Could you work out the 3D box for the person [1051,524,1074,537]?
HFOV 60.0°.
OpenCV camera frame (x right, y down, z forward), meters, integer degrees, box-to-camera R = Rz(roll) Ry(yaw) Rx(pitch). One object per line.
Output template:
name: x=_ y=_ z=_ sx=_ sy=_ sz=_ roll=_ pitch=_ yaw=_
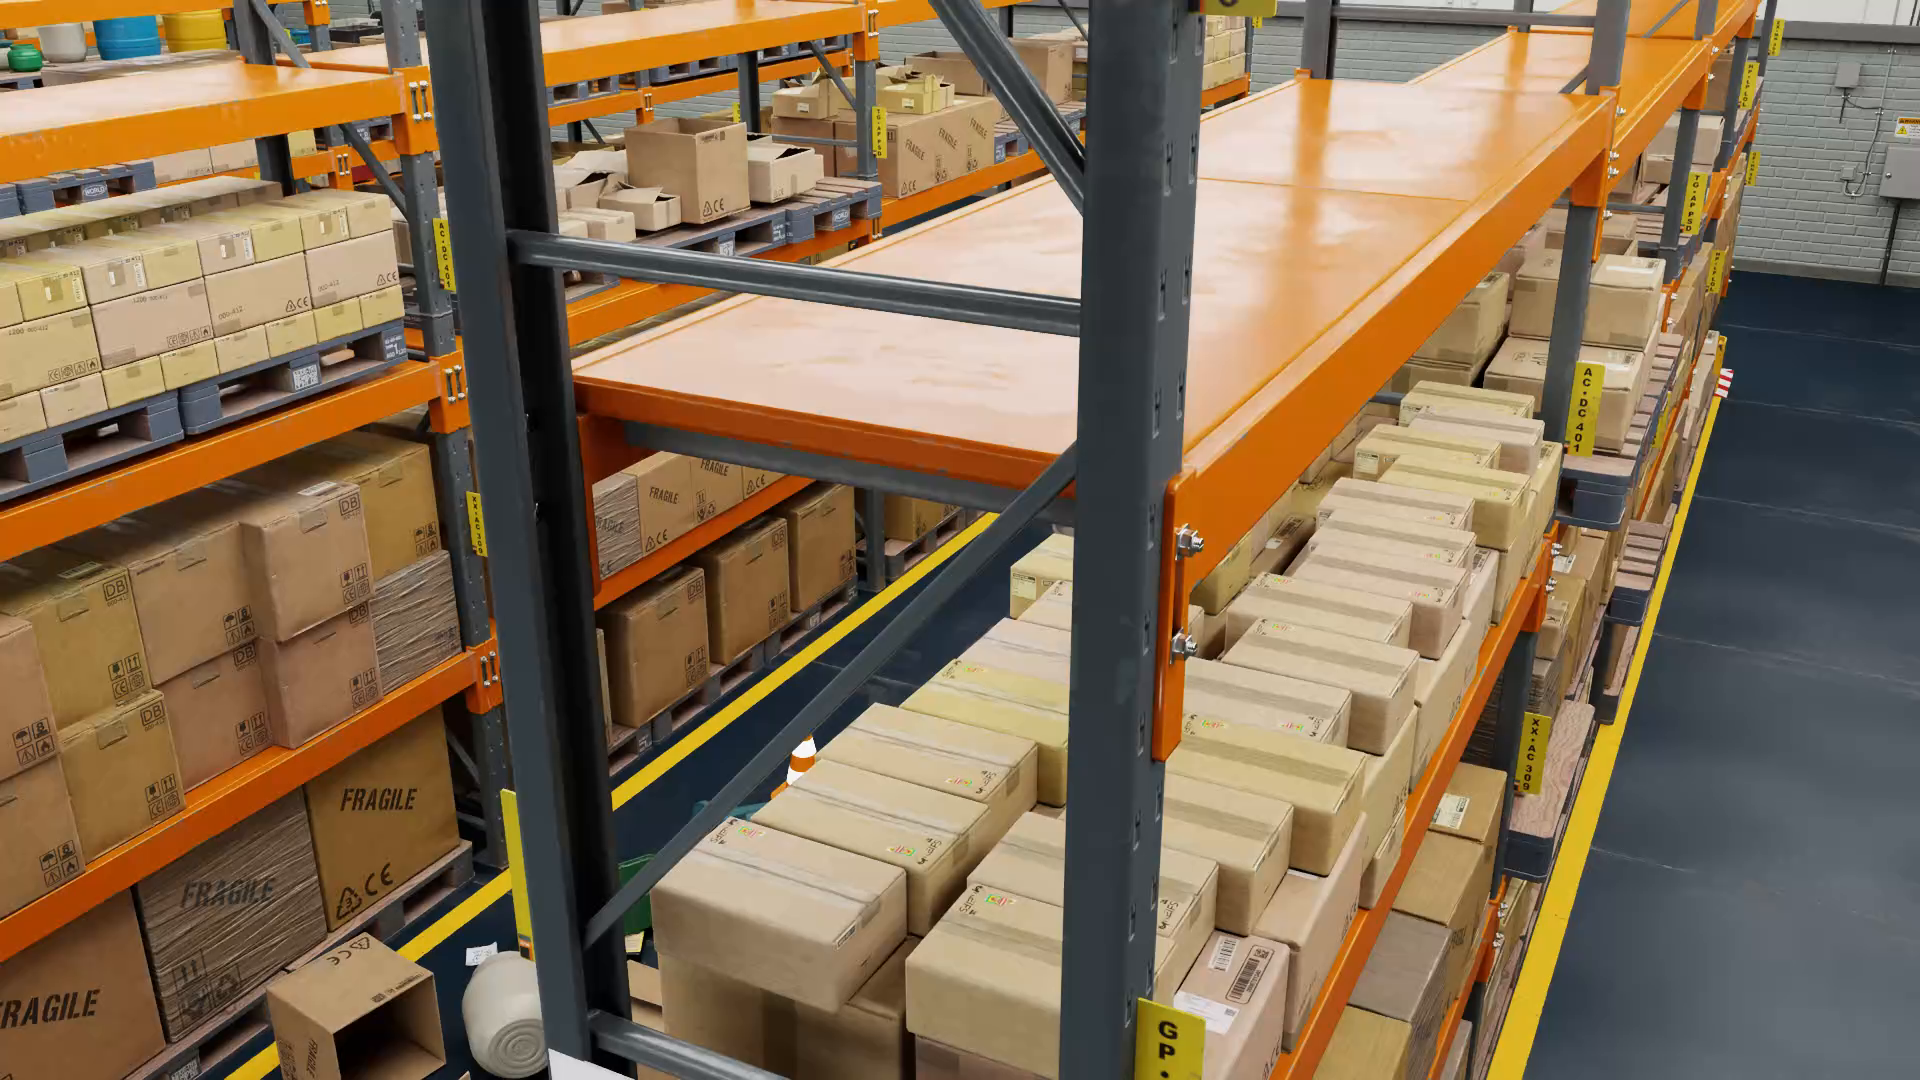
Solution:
person: x=0.830 y=0.262 z=10.100 sx=0.570 sy=1.782 sz=0.494 roll=11 pitch=25 yaw=26
